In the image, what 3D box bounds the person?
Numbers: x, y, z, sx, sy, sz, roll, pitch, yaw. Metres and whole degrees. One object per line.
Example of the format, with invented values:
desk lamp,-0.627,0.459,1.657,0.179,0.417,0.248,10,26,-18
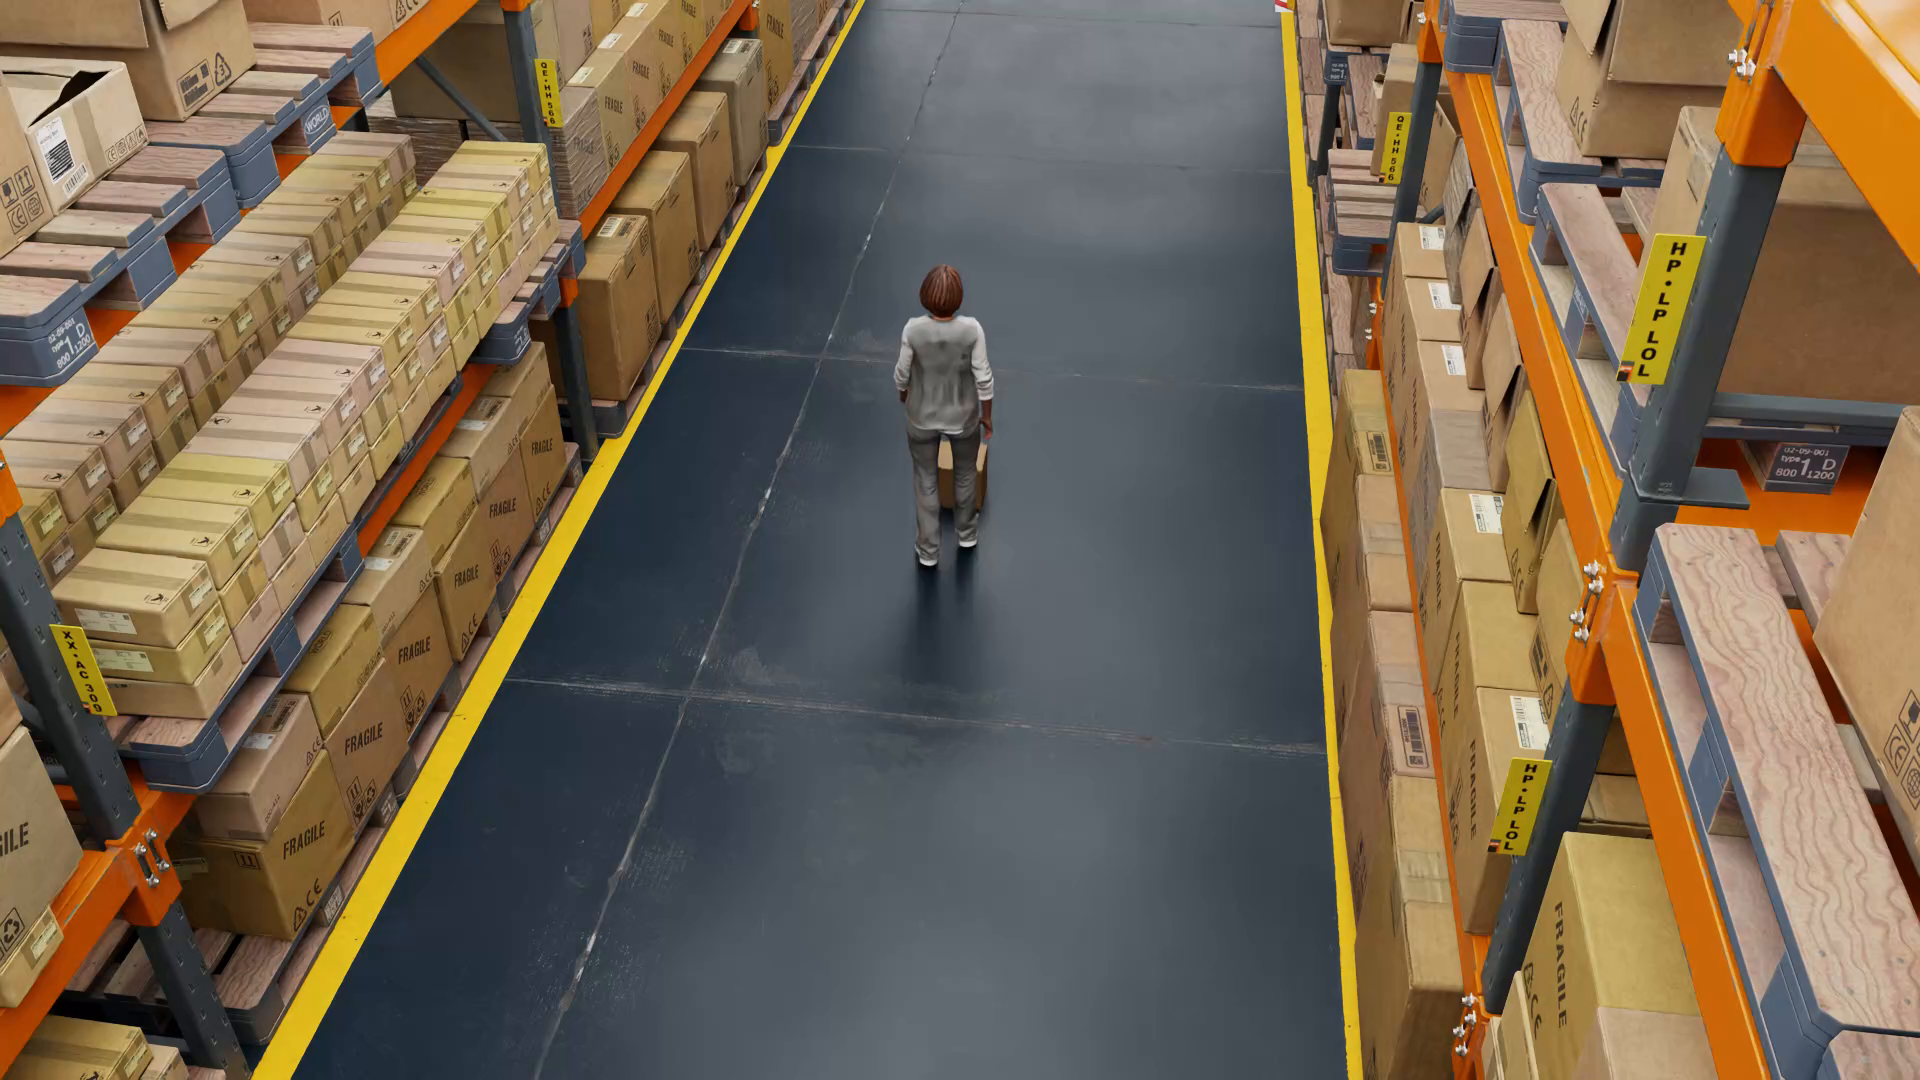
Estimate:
person,-0.072,-0.608,7.857,0.450,1.615,0.436,-1,37,-1
